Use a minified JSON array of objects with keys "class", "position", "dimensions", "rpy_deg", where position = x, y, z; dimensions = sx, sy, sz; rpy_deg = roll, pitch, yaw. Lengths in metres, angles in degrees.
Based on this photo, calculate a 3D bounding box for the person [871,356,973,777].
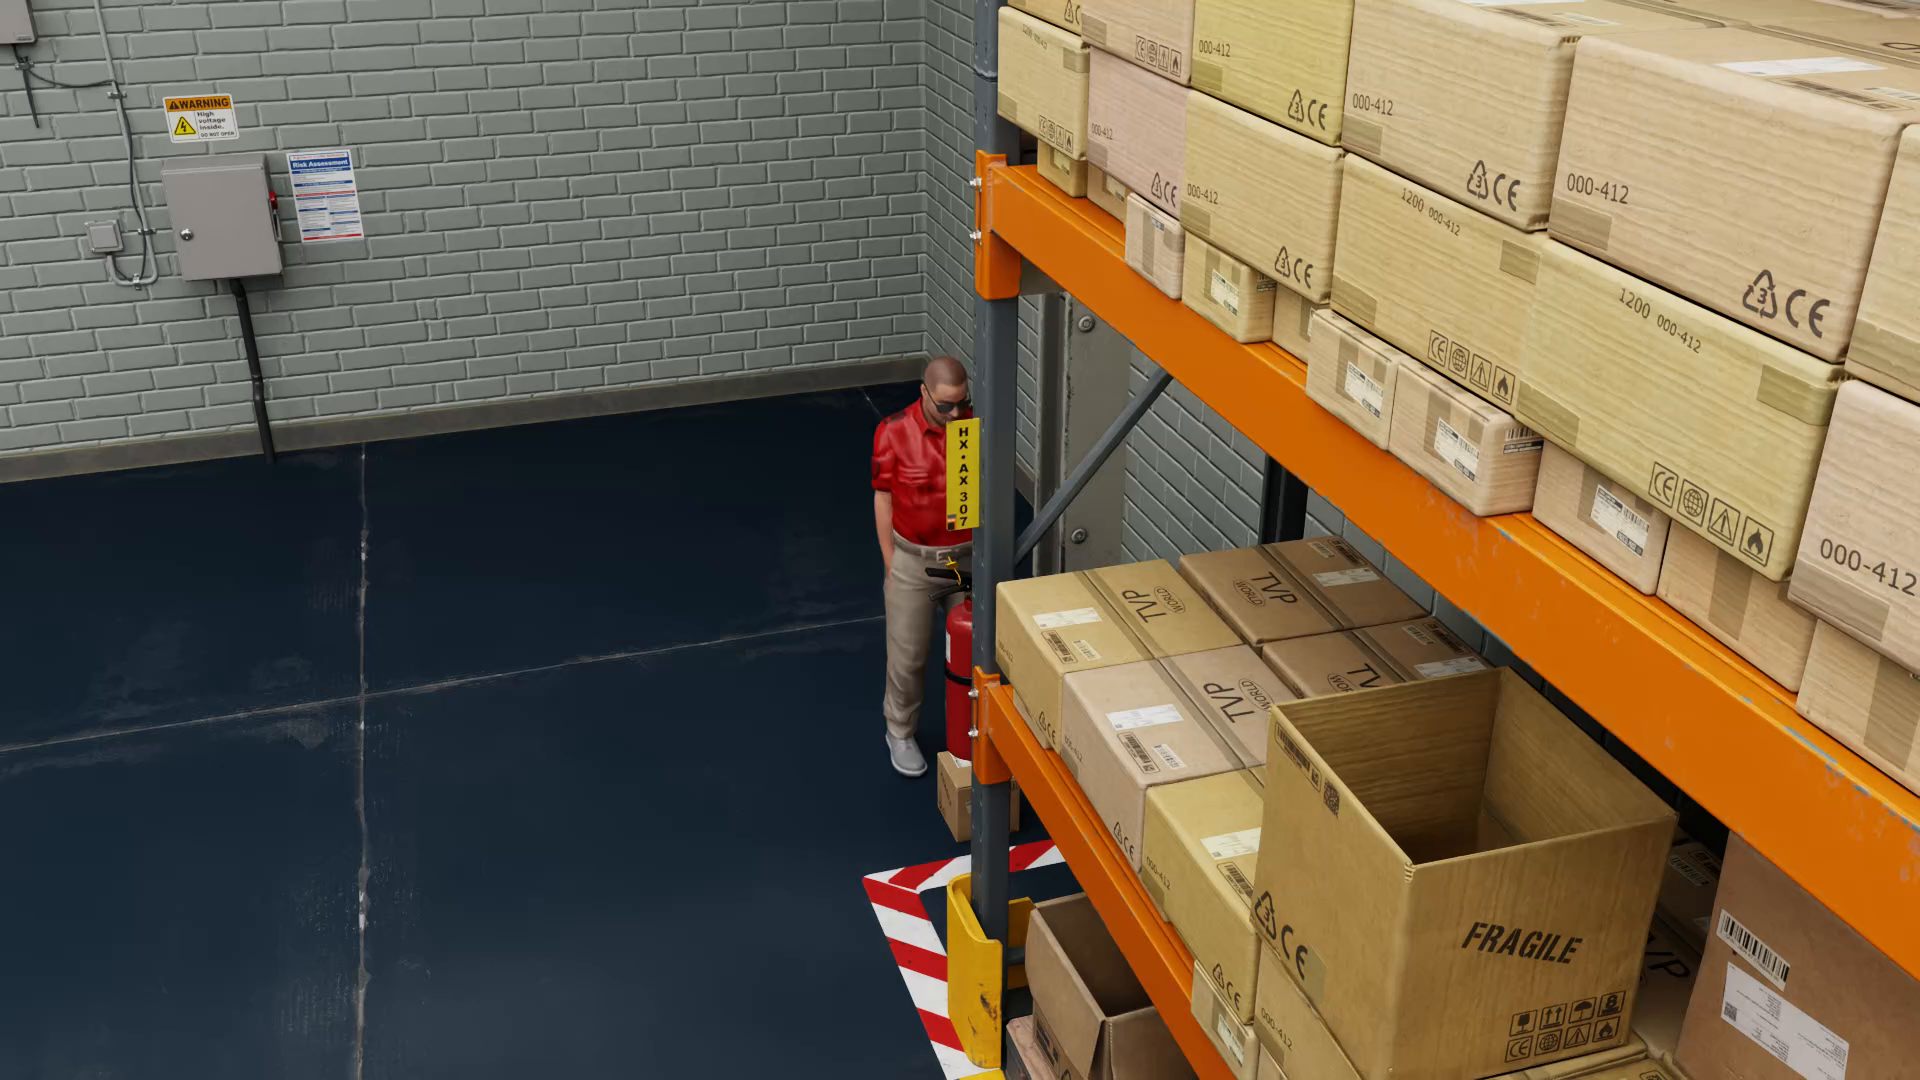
[{"class":"person","position":[-0.060,0.097,6.461],"dimensions":[0.536,1.715,0.343],"rpy_deg":[-8,27,-15]}]
